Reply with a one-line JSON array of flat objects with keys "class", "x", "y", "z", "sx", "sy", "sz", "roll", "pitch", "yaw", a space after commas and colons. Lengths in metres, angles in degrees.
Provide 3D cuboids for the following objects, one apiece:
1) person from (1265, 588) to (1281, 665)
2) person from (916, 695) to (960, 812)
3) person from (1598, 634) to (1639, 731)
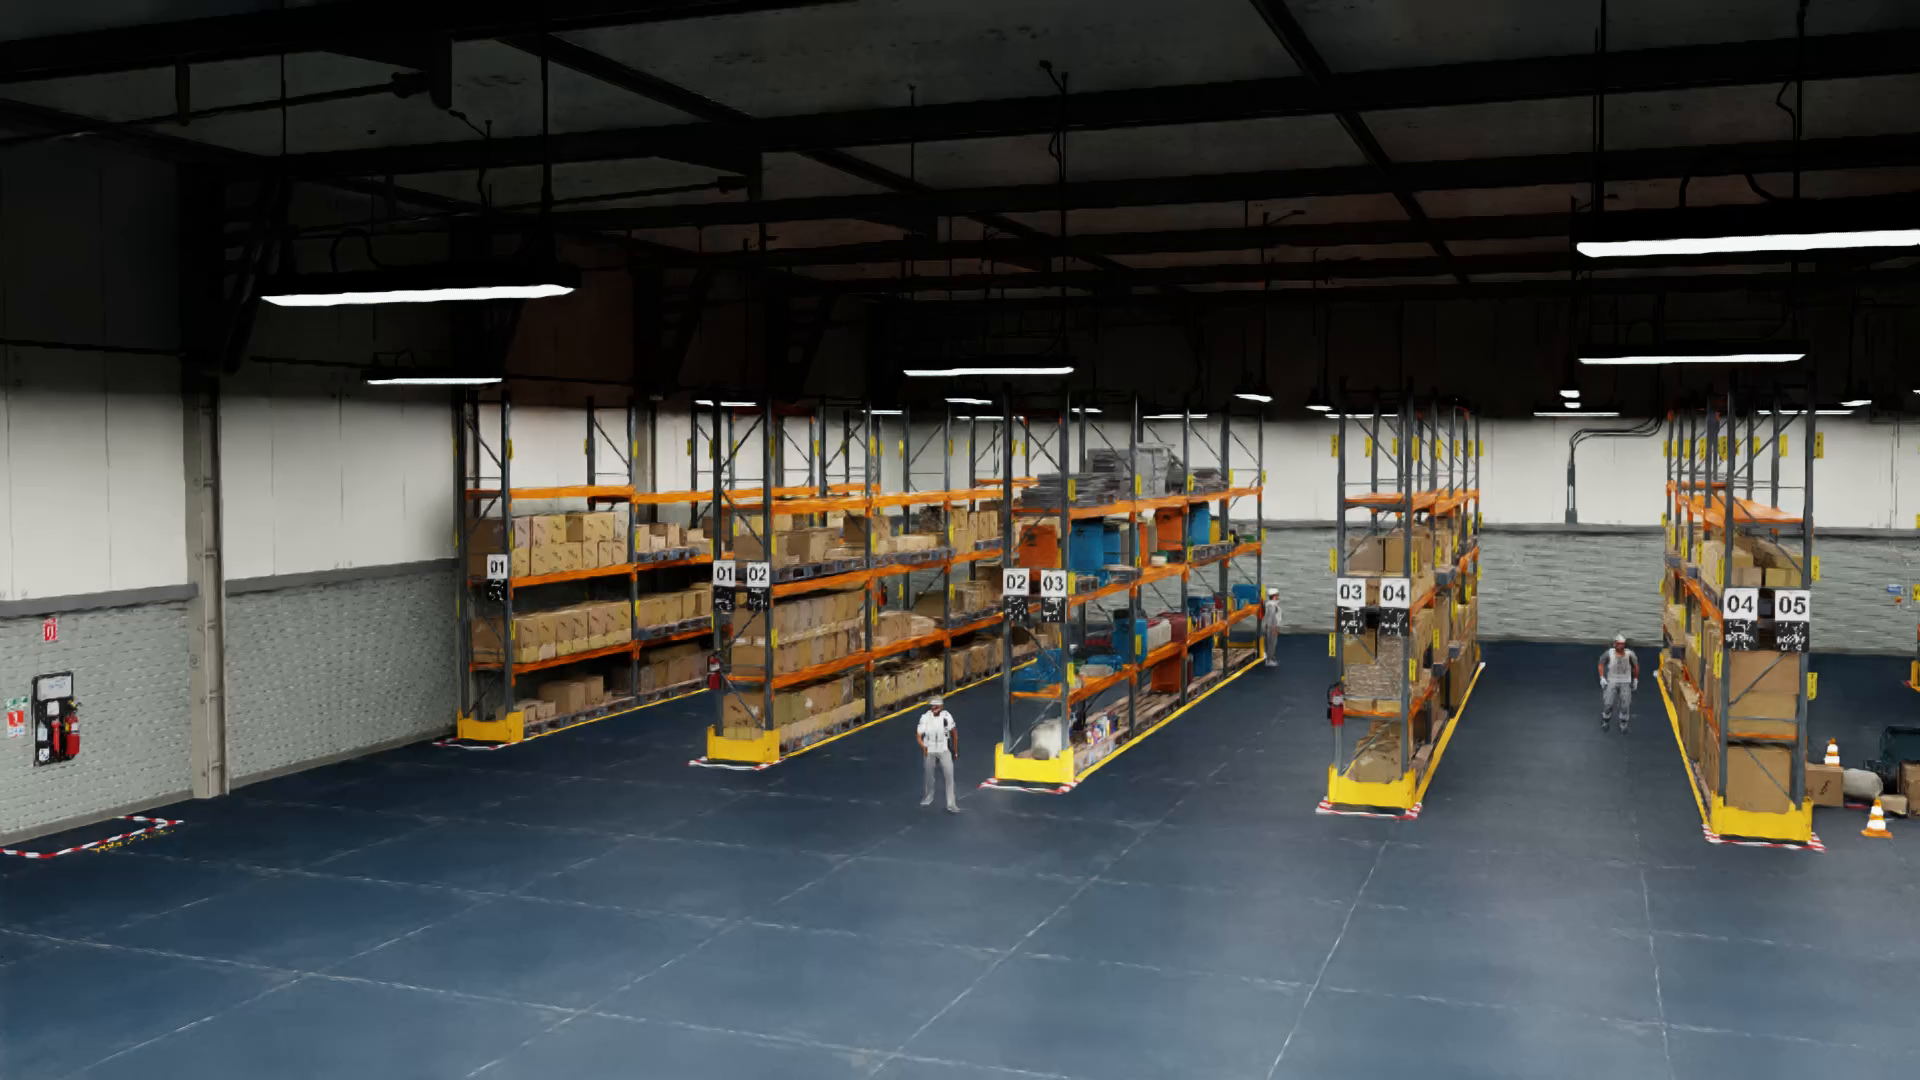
[{"class": "person", "x": 7.246, "y": 1.984, "z": 38.392, "sx": 0.392, "sy": 1.775, "sz": 0.627, "roll": 0, "pitch": 3, "yaw": 5}, {"class": "person", "x": -0.290, "y": 2.918, "z": 23.065, "sx": 0.621, "sy": 1.606, "sz": 0.828, "roll": 0, "pitch": 3, "yaw": 4}, {"class": "person", "x": 11.623, "y": 2.523, "z": 29.361, "sx": 0.677, "sy": 1.742, "sz": 0.551, "roll": 1, "pitch": 3, "yaw": 20}]
